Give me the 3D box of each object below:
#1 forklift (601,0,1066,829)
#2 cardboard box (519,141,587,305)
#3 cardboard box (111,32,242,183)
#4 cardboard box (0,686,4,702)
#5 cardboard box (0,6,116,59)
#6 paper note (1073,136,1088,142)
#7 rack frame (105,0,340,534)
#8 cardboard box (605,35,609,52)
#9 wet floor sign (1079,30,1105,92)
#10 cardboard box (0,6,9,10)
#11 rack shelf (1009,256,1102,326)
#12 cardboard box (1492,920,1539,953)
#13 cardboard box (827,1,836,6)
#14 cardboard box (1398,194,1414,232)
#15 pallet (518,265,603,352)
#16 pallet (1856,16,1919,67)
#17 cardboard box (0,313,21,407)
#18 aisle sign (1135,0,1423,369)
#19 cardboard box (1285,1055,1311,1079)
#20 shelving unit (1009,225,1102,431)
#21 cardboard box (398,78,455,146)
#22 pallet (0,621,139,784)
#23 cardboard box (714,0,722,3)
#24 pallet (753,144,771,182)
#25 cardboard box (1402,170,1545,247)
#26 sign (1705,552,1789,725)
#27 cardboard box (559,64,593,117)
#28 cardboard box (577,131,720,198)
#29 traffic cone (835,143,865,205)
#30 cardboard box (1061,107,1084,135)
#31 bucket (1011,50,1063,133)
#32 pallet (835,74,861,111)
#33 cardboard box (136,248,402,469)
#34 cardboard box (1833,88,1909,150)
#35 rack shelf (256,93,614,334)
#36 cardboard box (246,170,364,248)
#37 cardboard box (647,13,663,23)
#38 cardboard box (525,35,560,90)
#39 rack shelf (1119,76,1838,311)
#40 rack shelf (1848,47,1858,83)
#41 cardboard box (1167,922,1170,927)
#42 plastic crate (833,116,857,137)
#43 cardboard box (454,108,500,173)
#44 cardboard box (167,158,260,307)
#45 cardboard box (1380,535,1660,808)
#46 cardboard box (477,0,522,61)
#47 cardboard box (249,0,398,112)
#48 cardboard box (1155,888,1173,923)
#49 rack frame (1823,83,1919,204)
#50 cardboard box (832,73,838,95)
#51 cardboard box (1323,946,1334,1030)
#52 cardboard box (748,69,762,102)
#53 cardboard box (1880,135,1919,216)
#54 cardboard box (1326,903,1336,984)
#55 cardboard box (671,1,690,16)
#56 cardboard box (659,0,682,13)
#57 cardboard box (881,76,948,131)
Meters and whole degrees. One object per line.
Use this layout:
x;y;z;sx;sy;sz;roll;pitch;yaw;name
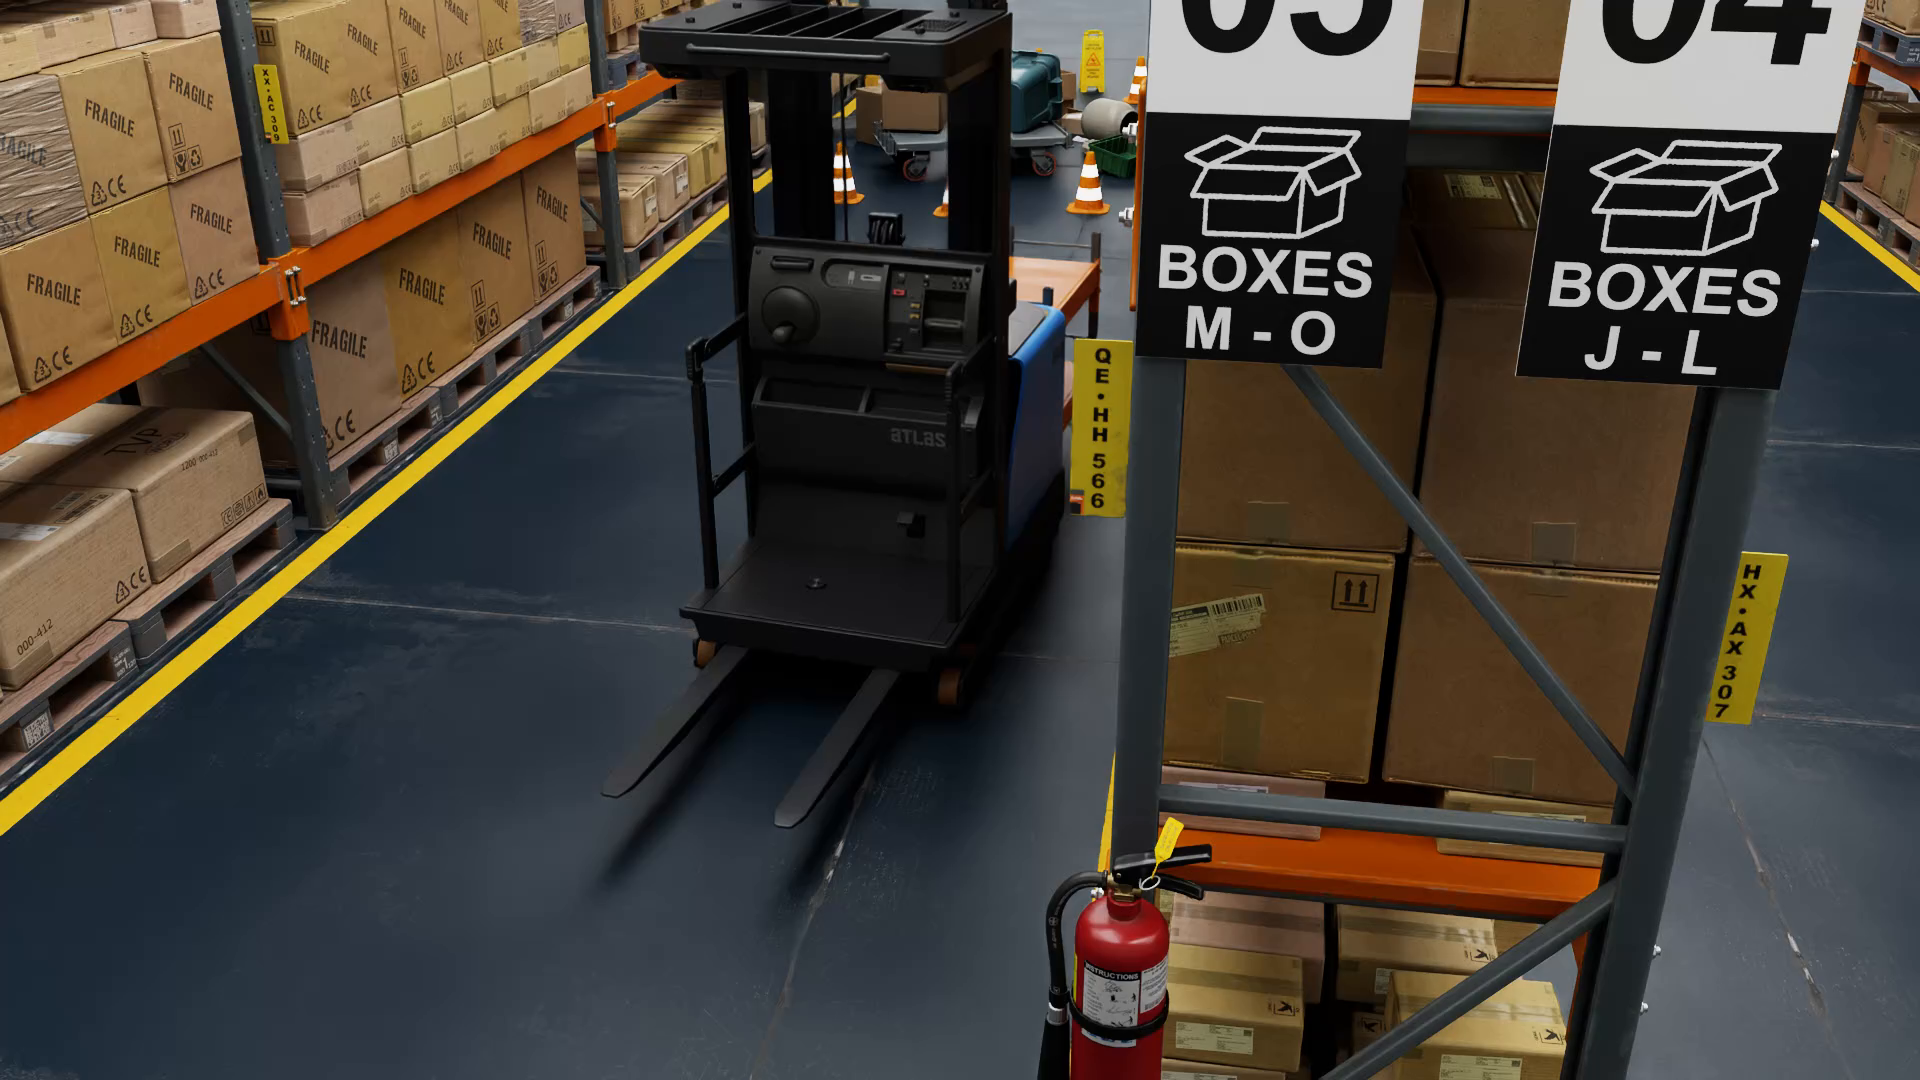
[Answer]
-0.422;-0.868;6.147;1.130;2.935;3.031;7;26;15;forklift
-3.000;-2.068;10.640;0.875;0.875;0.875;4;25;8;cardboard box
-3.263;-1.731;6.613;0.500;0.500;0.500;4;25;8;cardboard box
-3.962;0.527;5.613;0.875;0.438;0.875;5;25;10;cardboard box
-3.395;-1.885;6.175;0.380;0.149;0.250;4;25;9;cardboard box
1.166;-3.842;15.930;0.172;0.023;0.155;13;28;26;paper note
-3.458;-1.450;7.309;1.000;3.000;0.127;4;25;9;rack frame
-2.568;-3.322;11.110;0.380;0.149;0.250;3;25;5;cardboard box
1.454;-5.251;18.207;0.267;0.644;0.232;0;25;-1;wet floor sign
-3.792;-1.910;6.229;0.380;0.149;0.250;4;25;8;cardboard box
0.327;-1.134;8.156;0.538;0.278;1.000;7;26;15;rack shelf
1.303;0.940;4.370;0.380;0.149;0.250;4;25;8;cardboard box
-1.454;-5.321;16.677;0.380;0.149;0.250;5;26;11;cardboard box
0.700;-0.530;3.695;0.500;0.500;0.500;3;25;7;cardboard box
-3.008;-1.535;10.781;1.003;0.211;1.213;4;25;9;pallet
7.357;-3.713;12.370;1.003;0.211;1.213;4;25;9;pallet
-3.529;-0.639;5.458;0.500;0.500;0.500;5;26;10;cardboard box
0.480;-0.644;2.521;0.394;0.787;0.004;4;25;9;aisle sign
0.668;1.390;4.109;0.380;0.149;0.250;4;25;9;cardboard box
0.327;-0.869;8.280;0.538;1.125;1.048;7;26;15;shelving unit
-2.942;-2.202;8.503;0.500;0.250;0.500;4;25;9;cardboard box
-3.857;0.637;6.139;1.003;0.211;1.213;4;25;9;pallet
-2.068;-4.312;13.224;0.380;0.149;0.250;4;25;9;cardboard box
-2.277;-3.207;14.353;1.003;0.211;1.213;4;25;9;pallet
1.199;-0.490;3.610;0.500;0.500;0.500;5;26;10;cardboard box
1.323;0.169;2.829;0.100;0.325;0.005;4;25;9;sign
-2.631;-2.825;10.425;0.500;0.250;0.500;3;25;7;cardboard box
-2.460;-2.984;13.192;0.950;0.372;0.625;5;26;10;cardboard box
-0.972;-3.031;13.680;0.336;0.463;0.334;4;25;9;traffic cone
1.213;-4.103;16.203;0.396;0.266;0.258;8;26;18;cardboard box
0.497;-3.918;14.649;0.726;0.611;0.620;13;38;26;bucket
-1.677;-4.837;17.834;1.003;0.211;1.213;4;25;9;pallet
-3.436;-0.943;8.236;0.875;0.875;0.875;5;26;10;cardboard box
7.817;-3.572;14.296;0.500;0.500;0.500;13;28;25;cardboard box
-3.132;-1.960;9.249;1.077;0.370;4.000;4;25;9;rack shelf
-3.126;-1.548;7.695;0.500;0.250;0.500;3;25;7;cardboard box
-2.333;-3.663;11.838;0.380;0.149;0.250;4;25;9;cardboard box
-2.713;-2.846;9.880;0.500;0.250;0.500;3;25;7;cardboard box
1.115;-1.345;4.396;1.077;0.370;4.000;4;25;9;rack shelf
7.953;-4.620;14.930;1.077;0.370;4.000;4;25;9;rack shelf
0.676;1.032;4.523;0.380;0.149;0.250;3;25;6;cardboard box
-1.085;-4.073;16.358;0.402;0.080;0.583;-5;25;-10;plastic crate
-2.853;-2.186;9.058;0.500;0.250;0.500;4;25;8;cardboard box
-3.282;-1.283;6.836;0.500;0.500;0.500;4;25;9;cardboard box
1.134;0.175;3.369;0.500;0.500;0.500;5;26;11;cardboard box
-2.795;-2.964;9.247;0.500;0.500;0.500;4;25;9;cardboard box
-3.047;-2.327;7.885;0.500;0.500;0.500;4;25;8;cardboard box
0.639;0.898;4.459;0.380;0.149;0.250;3;25;7;cardboard box
7.626;-4.109;12.990;1.000;3.000;0.127;4;25;9;rack frame
-1.536;-4.621;16.833;0.500;0.250;0.500;3;25;7;cardboard box
1.185;1.208;4.498;0.380;0.149;0.250;4;25;9;cardboard box
-1.788;-4.308;15.279;0.500;0.500;0.500;5;26;11;cardboard box
7.408;-2.723;12.458;0.700;0.500;0.500;4;25;8;cardboard box
1.180;1.070;4.443;0.380;0.149;0.250;4;25;9;cardboard box
-2.256;-3.995;12.547;0.380;0.149;0.250;5;26;10;cardboard box
-2.344;-4.106;12.020;0.500;0.500;0.500;4;25;9;cardboard box
-0.390;-3.896;14.590;0.500;0.500;0.500;4;25;9;cardboard box
